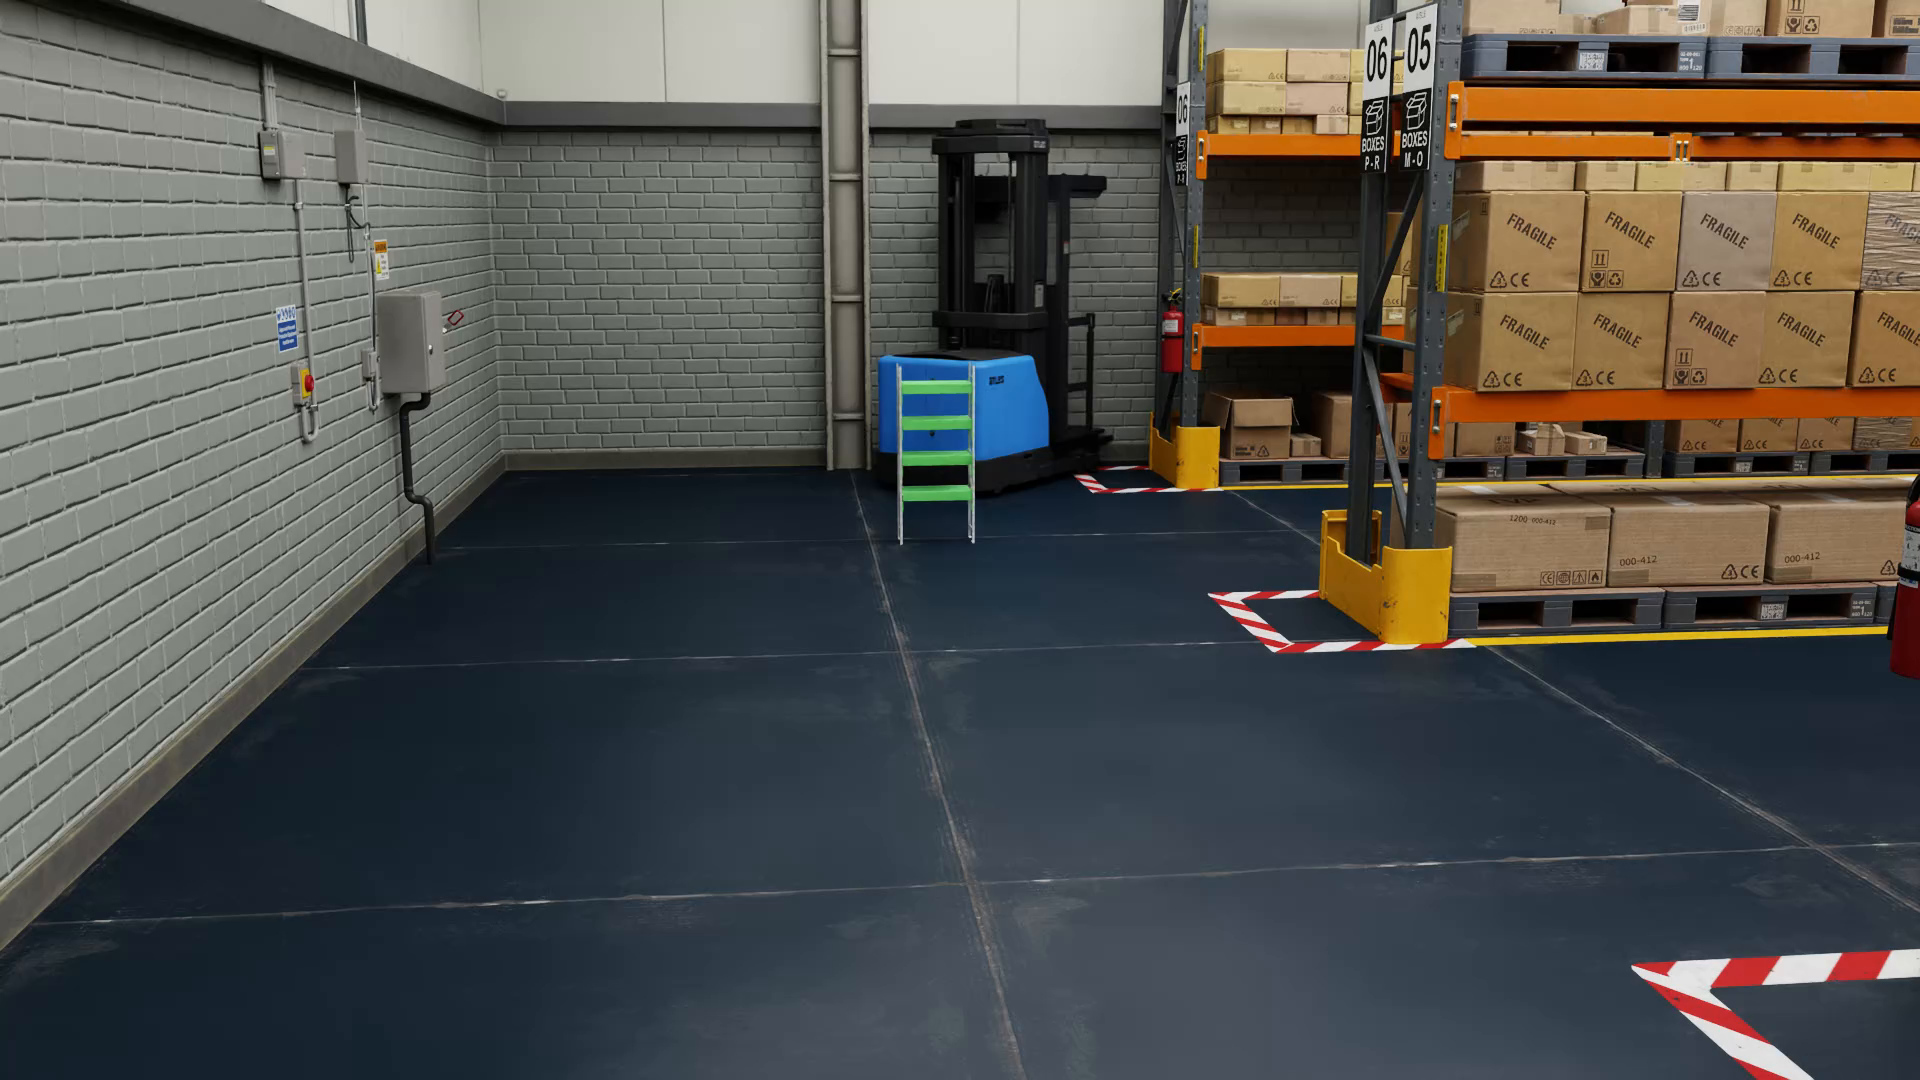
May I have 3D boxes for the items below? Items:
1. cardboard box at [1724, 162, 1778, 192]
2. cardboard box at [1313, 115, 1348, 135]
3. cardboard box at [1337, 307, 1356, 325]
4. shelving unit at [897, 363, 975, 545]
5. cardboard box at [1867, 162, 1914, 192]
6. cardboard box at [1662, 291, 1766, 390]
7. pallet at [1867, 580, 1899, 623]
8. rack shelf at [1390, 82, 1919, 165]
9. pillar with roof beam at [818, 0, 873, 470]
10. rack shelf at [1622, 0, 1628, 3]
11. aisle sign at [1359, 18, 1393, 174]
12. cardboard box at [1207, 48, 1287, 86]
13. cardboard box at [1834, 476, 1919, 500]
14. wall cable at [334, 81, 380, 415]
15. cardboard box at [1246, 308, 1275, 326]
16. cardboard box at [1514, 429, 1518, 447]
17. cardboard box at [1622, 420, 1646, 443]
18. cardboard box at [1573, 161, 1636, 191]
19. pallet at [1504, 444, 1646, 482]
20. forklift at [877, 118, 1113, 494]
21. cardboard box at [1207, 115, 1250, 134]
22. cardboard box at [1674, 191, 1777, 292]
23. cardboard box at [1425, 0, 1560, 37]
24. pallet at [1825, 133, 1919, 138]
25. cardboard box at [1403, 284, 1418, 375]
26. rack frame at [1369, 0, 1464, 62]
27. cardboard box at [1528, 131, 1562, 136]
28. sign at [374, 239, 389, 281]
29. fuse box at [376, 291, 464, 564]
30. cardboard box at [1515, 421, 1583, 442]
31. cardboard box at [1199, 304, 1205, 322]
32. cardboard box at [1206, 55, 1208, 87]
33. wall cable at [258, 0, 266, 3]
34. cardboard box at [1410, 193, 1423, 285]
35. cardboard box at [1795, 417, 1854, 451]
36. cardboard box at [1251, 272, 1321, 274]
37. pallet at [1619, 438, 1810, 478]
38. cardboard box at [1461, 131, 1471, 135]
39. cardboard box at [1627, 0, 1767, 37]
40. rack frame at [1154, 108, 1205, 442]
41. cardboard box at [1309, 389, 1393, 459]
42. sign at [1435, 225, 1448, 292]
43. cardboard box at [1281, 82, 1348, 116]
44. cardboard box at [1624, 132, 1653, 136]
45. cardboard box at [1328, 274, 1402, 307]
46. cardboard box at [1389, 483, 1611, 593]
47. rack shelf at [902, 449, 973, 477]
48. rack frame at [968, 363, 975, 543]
[{"bbox_3d":[4.015,-1.881,8.625,0.250,0.149,0.380,-1,11,-6],"label":"cardboard box"},{"bbox_3d":[2.916,-3.304,13.276,0.250,0.149,0.380,-1,11,-5],"label":"cardboard box"},{"bbox_3d":[3.184,-1.853,13.670,0.250,0.149,0.380,-1,11,-5],"label":"cardboard box"},{"bbox_3d":[-0.165,-0.585,11.235,0.503,1.200,0.258,-1,11,-6],"label":"shelving unit"},{"bbox_3d":[4.767,-1.903,8.741,0.250,0.149,0.380,-1,11,-7],"label":"cardboard box"},{"bbox_3d":[3.856,-1.071,8.781,0.500,0.500,0.500,-1,11,-6],"label":"cardboard box"},{"bbox_3d":[5.553,0.242,9.591,1.213,0.211,1.003,-1,11,-6],"label":"pallet"},{"bbox_3d":[4.329,-2.205,8.895,4.000,0.370,1.077,-1,11,-6],"label":"rack shelf"},{"bbox_3d":[-0.512,-4.231,9.560,0.400,9.000,9.100,-1,11,-6],"label":"pillar with roof beam"},{"bbox_3d":[3.789,-4.627,13.447,4.000,0.370,1.077,-1,11,-6],"label":"rack shelf"},{"bbox_3d":[2.235,-2.378,8.947,0.004,0.787,0.394,-1,11,-6],"label":"aisle sign"},{"bbox_3d":[2.269,-3.746,13.195,0.500,0.250,0.500,-1,11,-7],"label":"cardboard box"},{"bbox_3d":[5.681,-0.084,9.571,0.875,0.438,0.875,-1,11,-7],"label":"cardboard box"},{"bbox_3d":[-3.428,-1.692,9.567,0.122,1.984,0.588,-1,11,-6],"label":"wall cable"},{"bbox_3d":[2.405,-1.841,13.608,0.250,0.149,0.380,-1,11,-5],"label":"cardboard box"},{"bbox_3d":[4.664,-0.909,14.517,0.250,0.149,0.380,-1,11,-7],"label":"cardboard box"},{"bbox_3d":[6.233,-1.126,14.709,0.500,0.500,0.500,-1,11,-6],"label":"cardboard box"},{"bbox_3d":[3.247,-1.859,8.514,0.250,0.149,0.380,-1,11,-4],"label":"cardboard box"},{"bbox_3d":[5.094,-0.697,14.365,1.213,0.211,1.003,-1,11,-6],"label":"pallet"},{"bbox_3d":[0.551,-2.036,14.129,1.130,2.935,3.031,7,13,32],"label":"forklift"},{"bbox_3d":[2.143,-3.306,13.286,0.250,0.149,0.380,-1,11,-5],"label":"cardboard box"},{"bbox_3d":[3.872,-1.563,8.693,0.500,0.500,0.500,-1,11,-7],"label":"cardboard box"},{"bbox_3d":[2.778,-2.724,8.713,0.500,0.250,0.500,-2,11,-11],"label":"cardboard box"},{"bbox_3d":[7.464,-3.481,14.010,1.003,0.211,1.213,-1,11,-6],"label":"pallet"},{"bbox_3d":[2.791,-1.154,9.202,0.500,0.500,0.500,-1,11,-6],"label":"cardboard box"},{"bbox_3d":[2.340,-3.988,8.324,0.127,3.000,1.000,-1,11,-6],"label":"rack frame"},{"bbox_3d":[4.695,-3.351,13.512,0.250,0.149,0.380,-1,11,-6],"label":"cardboard box"},{"bbox_3d":[-3.545,-1.718,10.191,0.001,0.242,0.339,-1,11,-6],"label":"sign"},{"bbox_3d":[-3.345,-0.696,10.471,0.414,1.711,0.539,-1,11,-6],"label":"fuse box"},{"bbox_3d":[5.095,-0.997,14.548,0.500,0.311,0.500,-1,11,-4],"label":"cardboard box"},{"bbox_3d":[2.101,-1.931,14.065,0.250,0.149,0.380,-1,11,-7],"label":"cardboard box"},{"bbox_3d":[2.212,-3.848,13.712,0.500,0.250,0.500,-2,11,-8],"label":"cardboard box"},{"bbox_3d":[-3.284,-3.815,7.446,0.029,3.000,0.463,-1,11,-6],"label":"wall cable"},{"bbox_3d":[2.794,-1.639,9.080,0.500,0.500,0.500,-1,11,-4],"label":"cardboard box"},{"bbox_3d":[7.307,-1.048,14.315,0.500,0.500,0.500,-2,11,-8],"label":"cardboard box"},{"bbox_3d":[2.742,-2.139,14.091,0.500,0.250,0.500,-1,11,-6],"label":"cardboard box"},{"bbox_3d":[6.582,-0.735,14.560,1.213,0.211,1.003,-1,11,-6],"label":"pallet"},{"bbox_3d":[3.924,-3.326,13.385,0.250,0.149,0.380,-1,11,-5],"label":"cardboard box"},{"bbox_3d":[3.834,-2.749,8.682,0.500,0.311,0.500,-1,11,-5],"label":"cardboard box"},{"bbox_3d":[1.801,-1.996,13.744,0.127,3.000,1.000,-1,11,-6],"label":"rack frame"},{"bbox_3d":[3.273,-0.980,13.970,0.500,0.500,0.700,-1,11,-4],"label":"cardboard box"},{"bbox_3d":[2.394,-1.401,8.270,0.005,0.325,0.100,-1,11,-6],"label":"sign"},{"bbox_3d":[2.774,-3.511,13.295,0.500,0.250,0.500,-1,11,-5],"label":"cardboard box"},{"bbox_3d":[5.452,-3.364,13.577,0.250,0.149,0.380,-1,11,-6],"label":"cardboard box"},{"bbox_3d":[3.286,-2.048,13.626,0.500,0.250,0.500,-1,11,-7],"label":"cardboard box"},{"bbox_3d":[2.986,-0.026,9.277,0.875,0.438,0.875,-2,11,-8],"label":"cardboard box"},{"bbox_3d":[-0.165,-0.523,11.247,0.480,0.148,0.258,-1,11,-6],"label":"rack shelf"},{"bbox_3d":[0.078,-0.590,11.261,0.015,1.200,0.240,-1,11,-6],"label":"rack frame"}]
